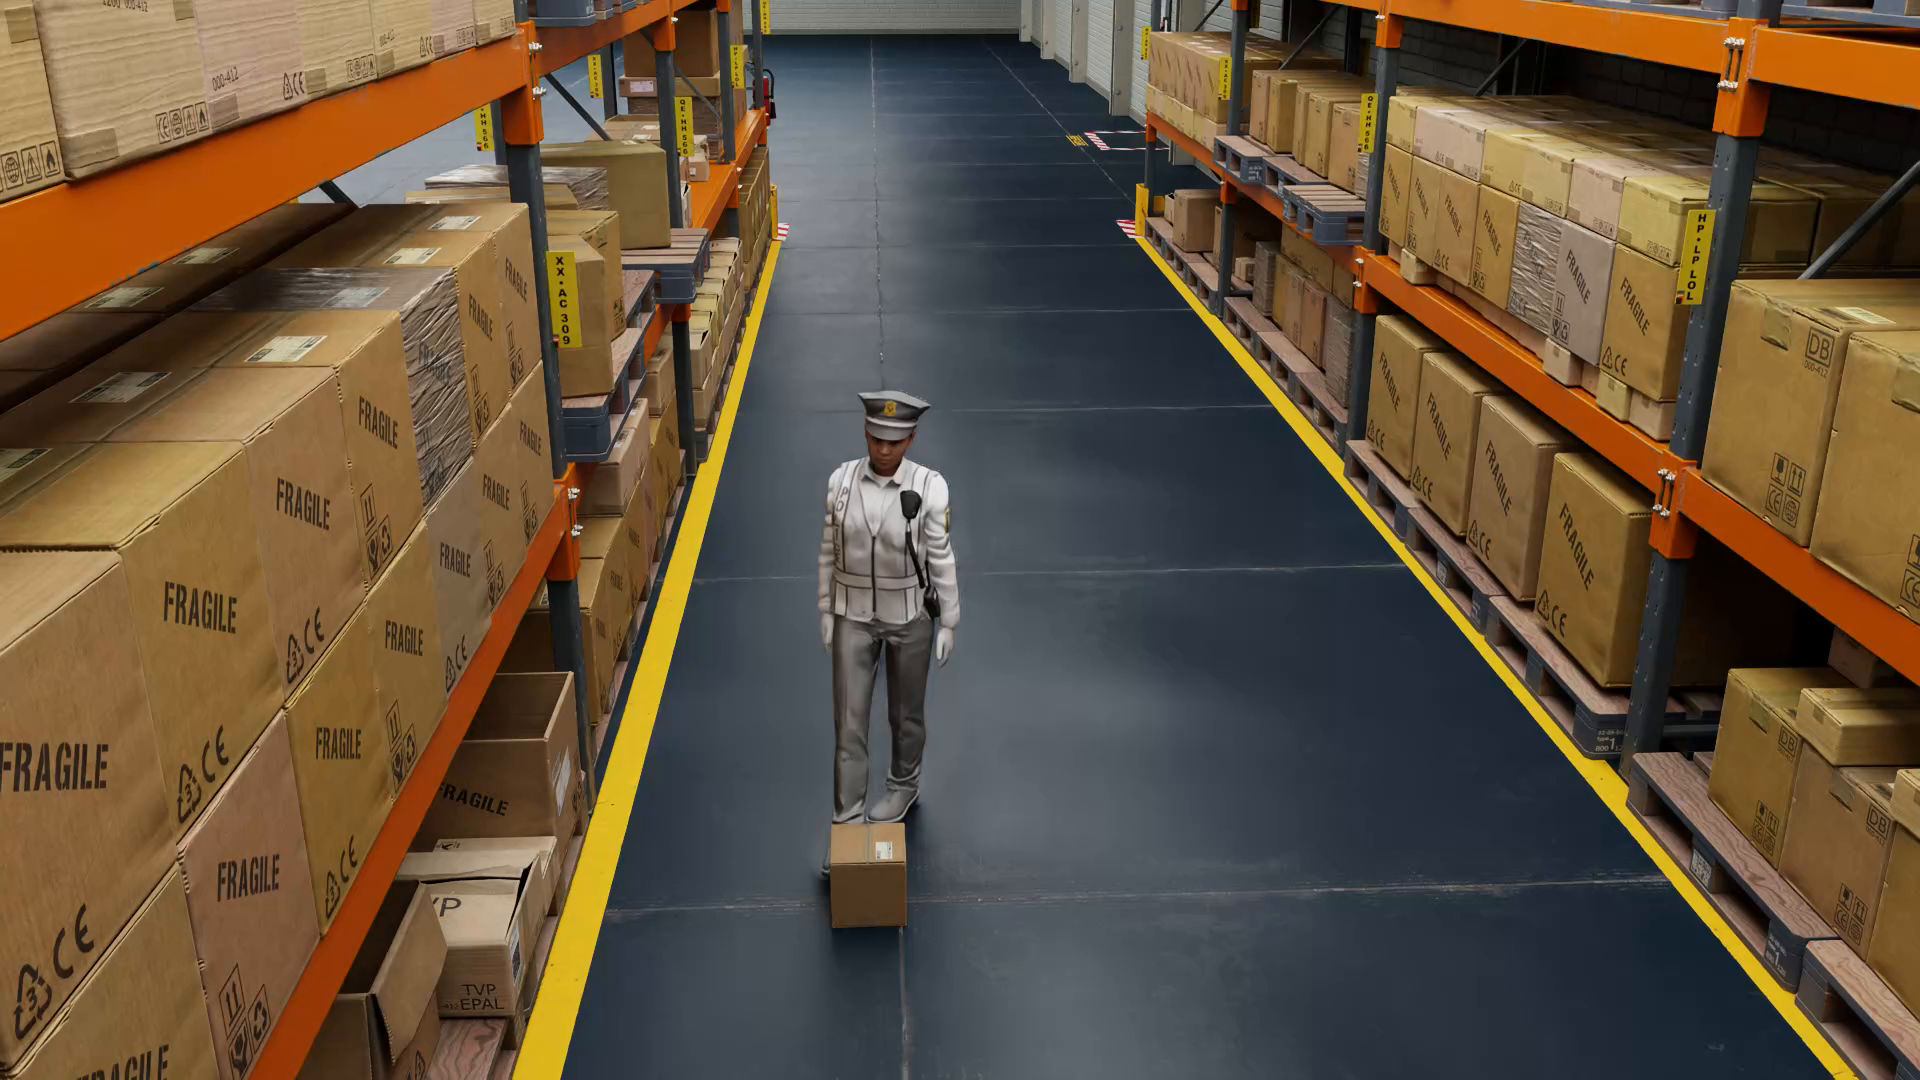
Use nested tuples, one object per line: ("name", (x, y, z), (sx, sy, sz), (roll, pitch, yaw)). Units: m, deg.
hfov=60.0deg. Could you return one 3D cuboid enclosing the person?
("person", (-0.278, 0.316, 5.706), (0.516, 1.656, 0.719), (3, 21, 9))
